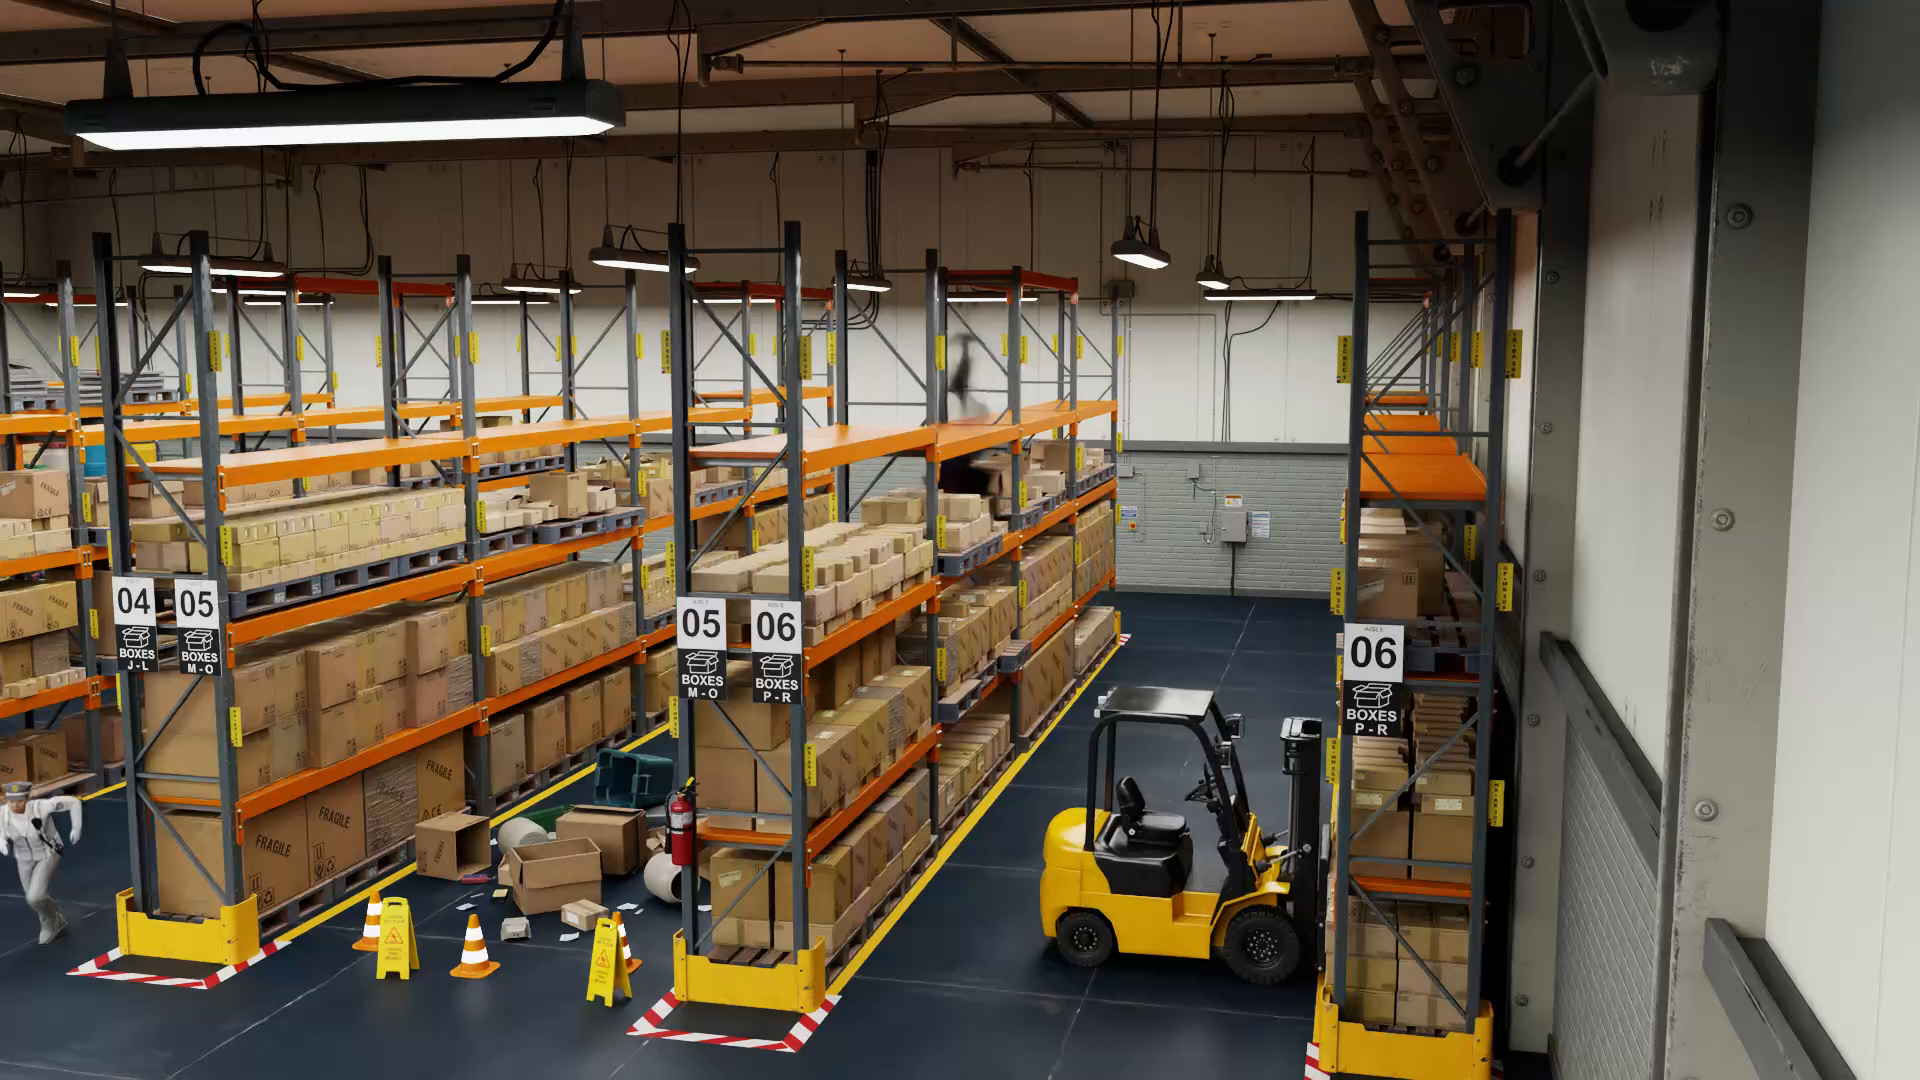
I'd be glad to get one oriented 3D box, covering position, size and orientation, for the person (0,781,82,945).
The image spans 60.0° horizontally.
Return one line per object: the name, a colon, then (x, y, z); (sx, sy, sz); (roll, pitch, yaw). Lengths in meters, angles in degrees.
person: (-7.746, 2.705, 14.011); (0.639, 1.515, 0.879); (-1, 7, -8)
